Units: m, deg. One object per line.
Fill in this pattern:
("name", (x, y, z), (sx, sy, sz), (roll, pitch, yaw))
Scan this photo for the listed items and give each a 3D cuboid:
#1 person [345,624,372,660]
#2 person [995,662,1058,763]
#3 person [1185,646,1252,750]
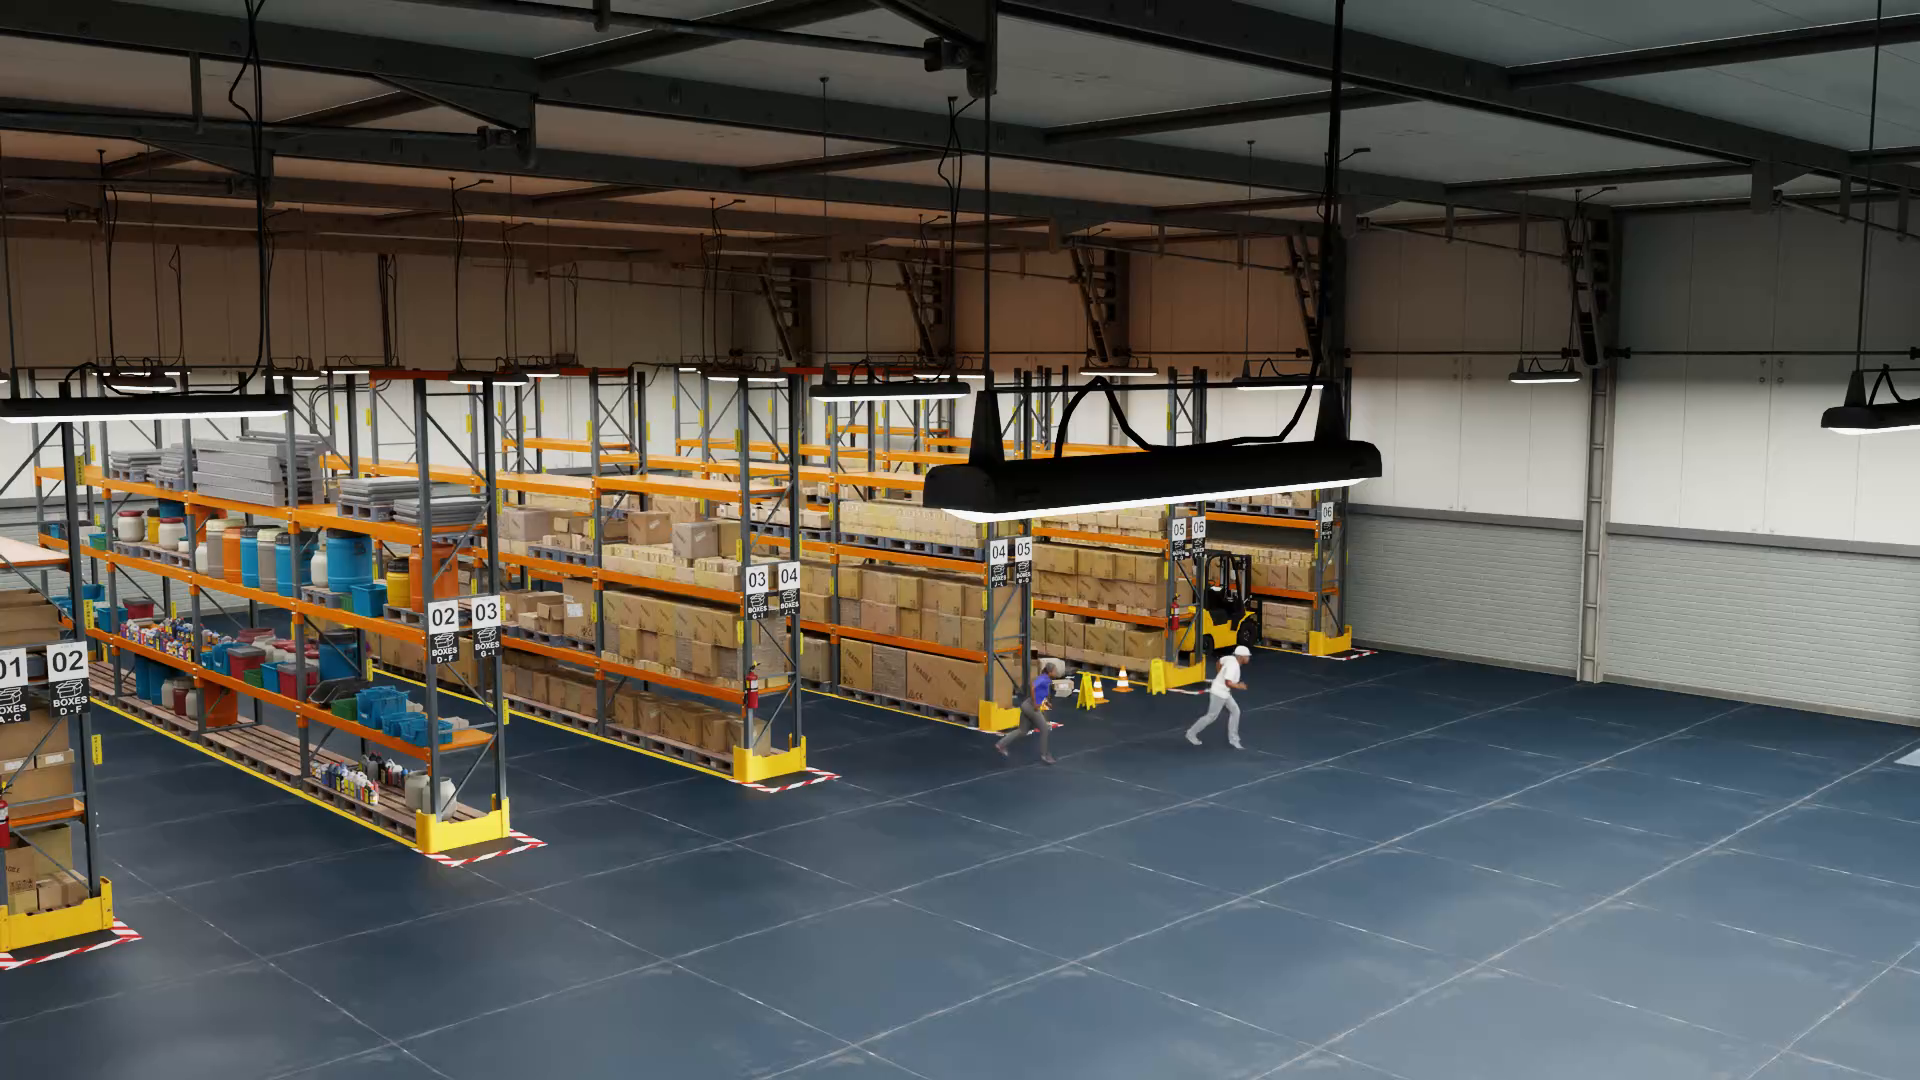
("person", (-10.424, 2.249, 28.454), (0.729, 1.777, 1.027), (-6, 9, -44))
("person", (1.032, 2.685, 25.635), (0.966, 1.616, 0.613), (0, 6, 0))
("person", (4.131, 2.532, 26.578), (1.043, 1.715, 0.745), (1, 6, 7))
